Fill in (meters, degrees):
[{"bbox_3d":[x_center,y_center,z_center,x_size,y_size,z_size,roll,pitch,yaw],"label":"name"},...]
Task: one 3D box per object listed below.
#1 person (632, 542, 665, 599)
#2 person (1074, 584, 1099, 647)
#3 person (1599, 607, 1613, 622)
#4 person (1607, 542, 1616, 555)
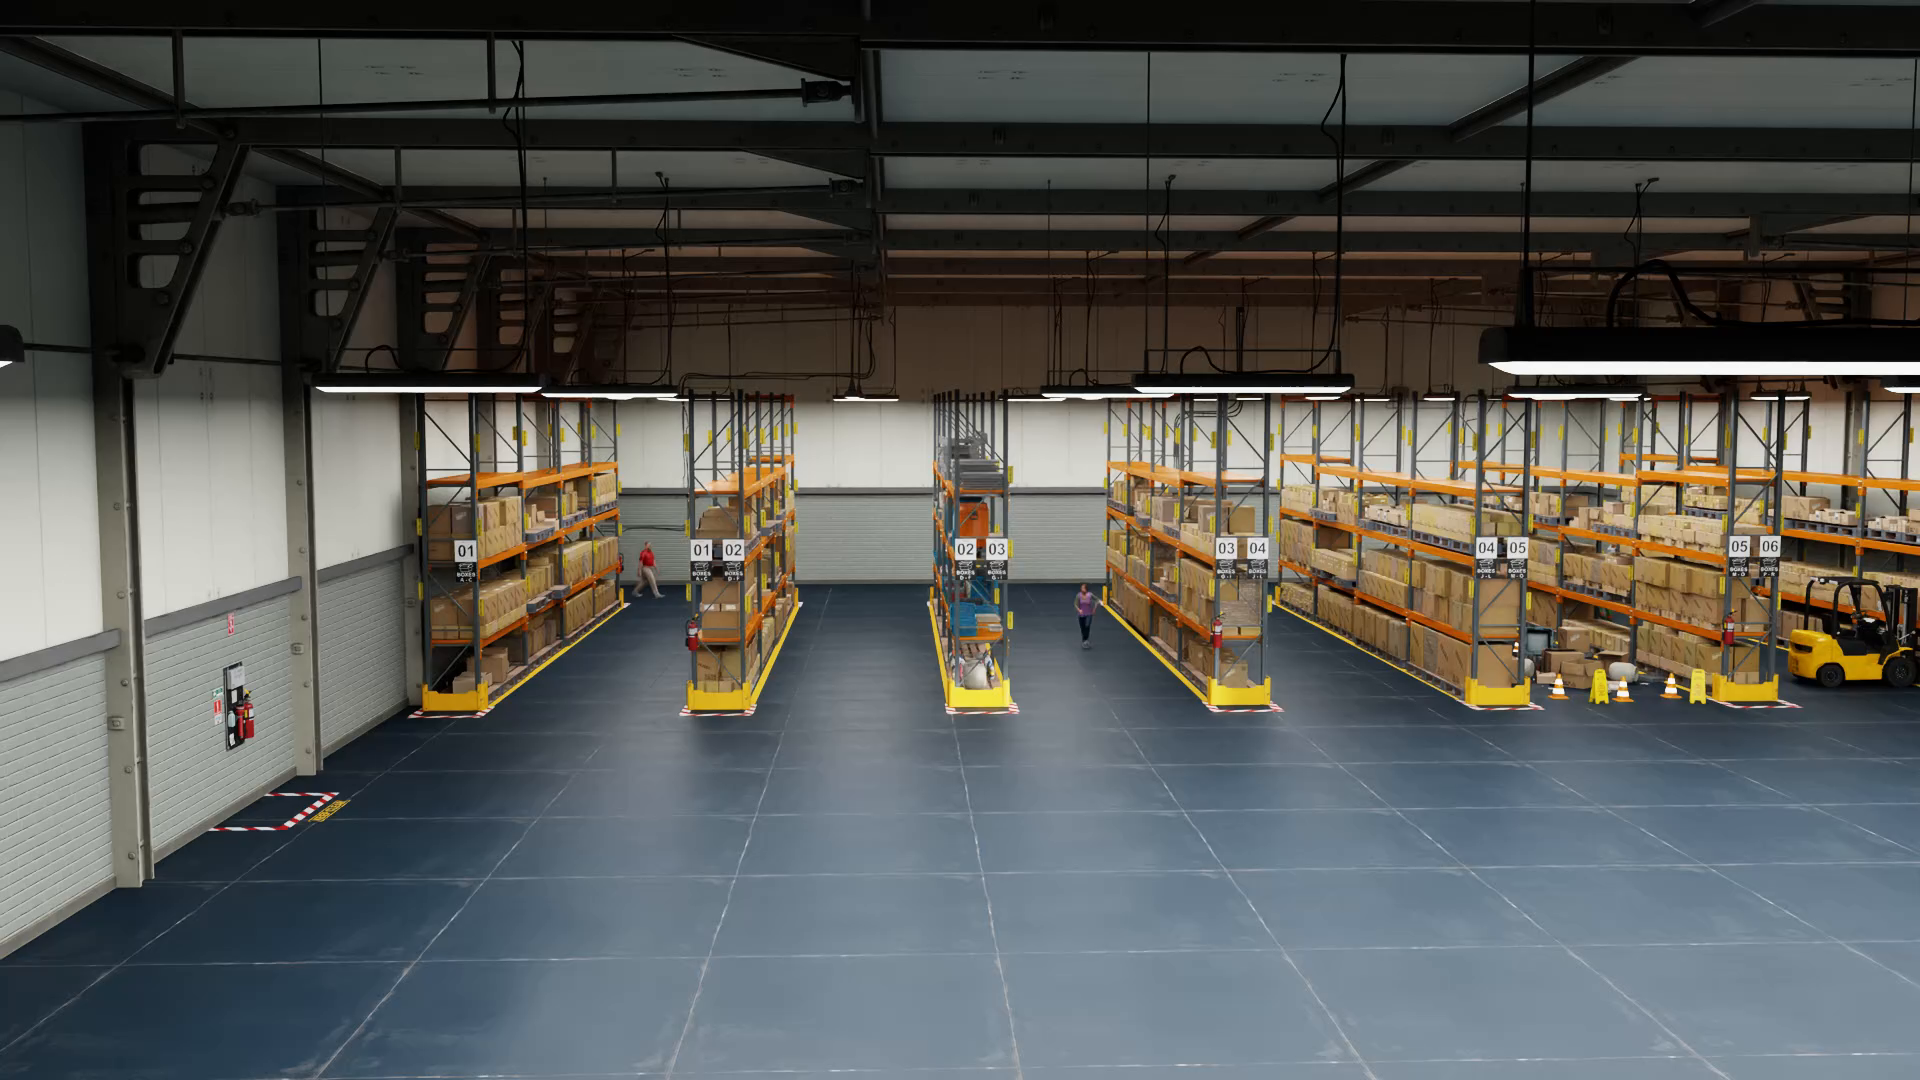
[{"bbox_3d":[-9.172,0.885,48.979,1.058,1.678,0.522,1,5,8],"label":"person"},{"bbox_3d":[2.969,1.762,39.069,0.578,1.517,0.795,1,5,10],"label":"person"},{"bbox_3d":[16.456,1.384,42.329,0.593,1.802,0.403,-2,5,-25],"label":"person"},{"bbox_3d":[19.493,0.805,49.428,0.838,1.758,0.591,0,5,2],"label":"person"}]
